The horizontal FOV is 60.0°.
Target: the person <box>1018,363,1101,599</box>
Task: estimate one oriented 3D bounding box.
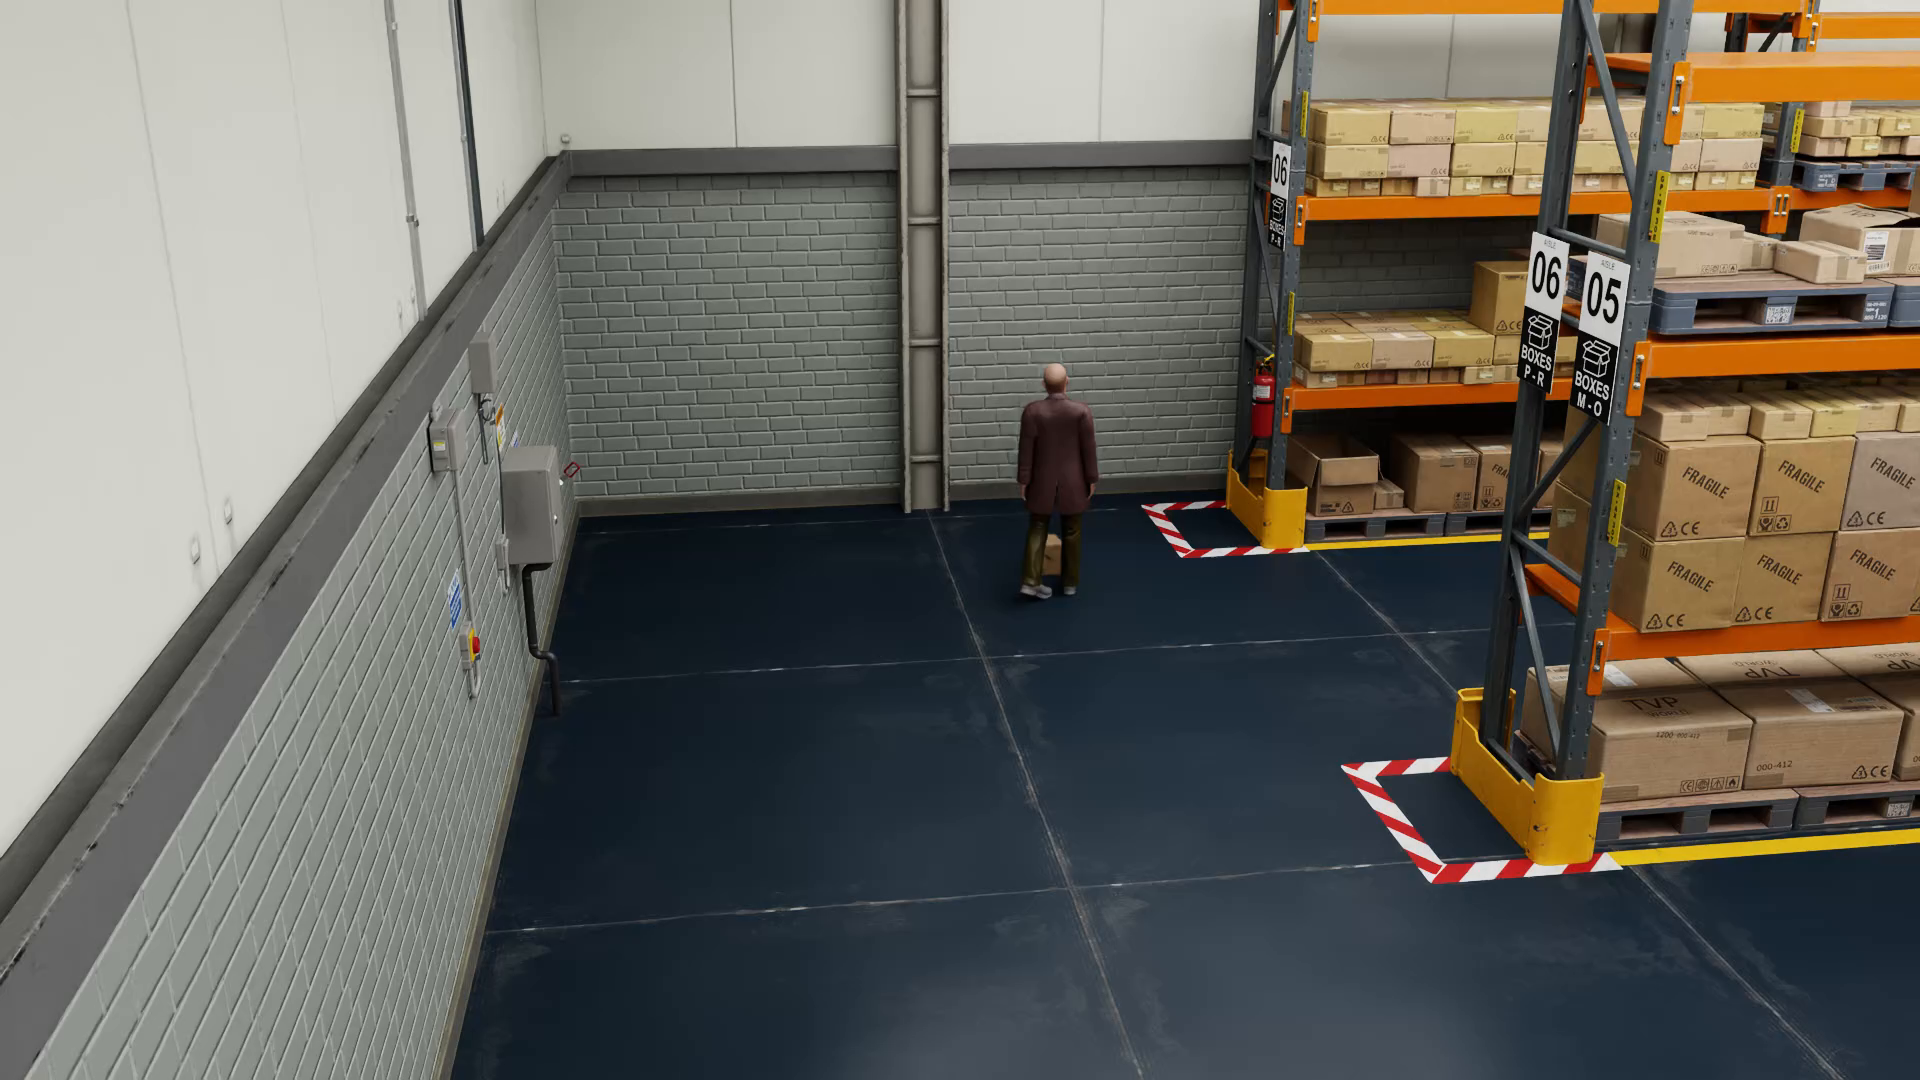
[{"bbox_3d":[0.737,-0.430,12.286,0.610,1.797,0.620,2,20,5],"label":"person"}]
